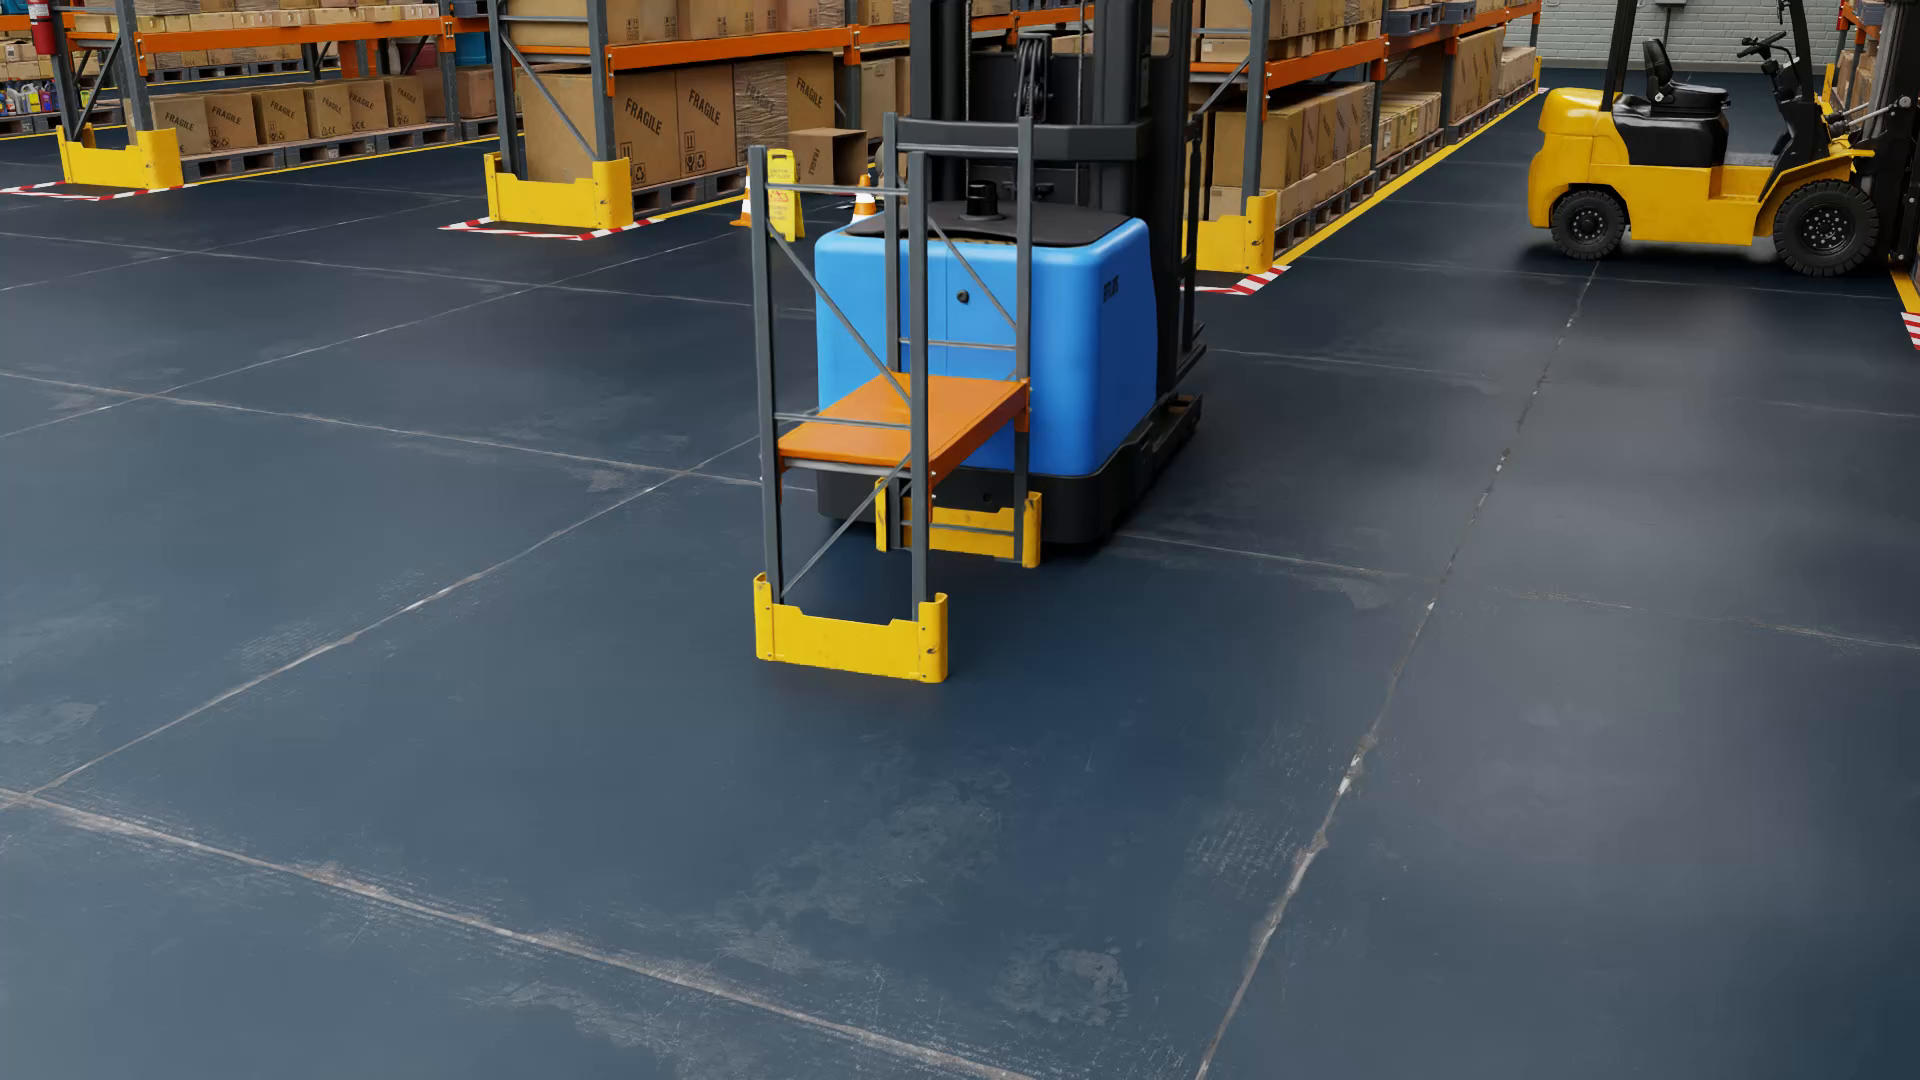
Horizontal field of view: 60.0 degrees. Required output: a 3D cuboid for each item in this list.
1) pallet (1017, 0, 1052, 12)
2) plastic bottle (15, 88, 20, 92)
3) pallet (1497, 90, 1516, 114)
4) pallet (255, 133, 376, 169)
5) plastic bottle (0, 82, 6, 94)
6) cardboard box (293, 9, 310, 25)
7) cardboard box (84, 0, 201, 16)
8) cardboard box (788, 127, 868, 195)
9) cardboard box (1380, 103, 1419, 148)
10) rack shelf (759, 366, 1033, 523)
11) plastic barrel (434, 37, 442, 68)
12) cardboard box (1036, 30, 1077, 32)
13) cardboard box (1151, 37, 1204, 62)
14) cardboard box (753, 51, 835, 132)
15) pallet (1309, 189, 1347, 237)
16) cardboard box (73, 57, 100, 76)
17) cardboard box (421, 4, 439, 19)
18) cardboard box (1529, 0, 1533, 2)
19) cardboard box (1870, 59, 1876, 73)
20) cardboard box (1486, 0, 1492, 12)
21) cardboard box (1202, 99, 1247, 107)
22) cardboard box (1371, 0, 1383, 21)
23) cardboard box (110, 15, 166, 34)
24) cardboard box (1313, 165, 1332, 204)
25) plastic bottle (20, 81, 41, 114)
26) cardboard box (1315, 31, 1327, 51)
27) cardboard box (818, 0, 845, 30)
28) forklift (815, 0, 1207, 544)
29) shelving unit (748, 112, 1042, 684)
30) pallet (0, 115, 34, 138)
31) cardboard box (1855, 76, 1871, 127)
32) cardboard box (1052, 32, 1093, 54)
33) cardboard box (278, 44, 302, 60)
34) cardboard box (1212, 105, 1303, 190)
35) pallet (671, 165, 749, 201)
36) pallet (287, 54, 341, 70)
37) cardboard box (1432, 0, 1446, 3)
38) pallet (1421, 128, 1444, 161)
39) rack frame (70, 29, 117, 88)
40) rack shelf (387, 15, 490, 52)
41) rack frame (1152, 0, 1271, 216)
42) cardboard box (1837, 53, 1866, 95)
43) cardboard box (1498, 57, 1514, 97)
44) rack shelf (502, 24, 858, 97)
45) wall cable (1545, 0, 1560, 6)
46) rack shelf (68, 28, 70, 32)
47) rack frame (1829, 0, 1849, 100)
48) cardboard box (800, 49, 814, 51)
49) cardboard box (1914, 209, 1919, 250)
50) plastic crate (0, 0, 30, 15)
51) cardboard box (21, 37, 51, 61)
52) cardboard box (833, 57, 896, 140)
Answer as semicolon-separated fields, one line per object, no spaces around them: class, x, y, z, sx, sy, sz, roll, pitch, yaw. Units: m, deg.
pallet;0.380;-6.483;20.008;1.213;0.211;1.003;9;21;23
plastic bottle;-10.770;-5.049;19.087;0.061;0.283;0.133;9;21;23
pallet;6.764;-5.823;22.028;1.003;0.211;1.213;9;21;23
pallet;-6.677;-3.931;16.708;1.003;0.211;1.213;9;21;23
plastic bottle;-11.241;-5.221;19.469;0.144;0.351;0.185;8;21;20
cardboard box;-6.556;-5.083;16.159;0.380;0.149;0.250;9;21;23
cardboard box;-7.324;-4.958;14.841;0.875;0.500;0.500;9;21;23
cardboard box;-1.152;-3.326;14.572;0.500;0.500;0.500;13;23;32
cardboard box;3.892;-4.023;16.100;0.950;0.372;0.625;9;22;24
rack shelf;-0.168;-0.320;5.166;0.538;0.185;1.000;6;21;17
plastic barrel;-8.020;-7.440;25.498;0.421;0.512;0.421;0;20;0
cardboard box;1.280;-6.747;22.450;0.500;0.250;0.500;8;21;20
cardboard box;1.425;-3.272;11.068;0.380;0.149;0.250;9;22;25
cardboard box;-1.774;-4.132;15.656;0.875;0.875;0.875;9;21;24
pallet;2.364;-2.571;12.884;1.003;0.211;1.213;9;21;23
cardboard box;-13.327;-7.121;24.992;0.500;0.250;0.500;9;22;24
cardboard box;-5.756;-5.605;17.628;0.380;0.149;0.250;9;21;23
cardboard box;7.642;-7.691;22.970;0.500;0.500;0.500;9;22;24
cardboard box;10.147;-5.156;18.125;0.380;0.149;0.250;8;21;23
cardboard box;5.994;-6.366;19.616;0.500;0.250;0.500;8;21;21
cardboard box;1.768;-2.943;12.126;0.500;0.500;0.500;9;22;25
cardboard box;3.150;-4.487;13.516;0.500;0.500;0.500;8;21;21
cardboard box;-7.240;-4.543;14.641;0.380;0.149;0.250;9;21;23
cardboard box;2.477;-2.682;12.509;0.500;0.250;0.500;10;22;26
plastic bottle;-10.666;-5.075;19.058;0.144;0.351;0.185;8;21;22
cardboard box;2.477;-3.674;12.197;0.380;0.149;0.250;8;21;21
cardboard box;-1.593;-5.074;15.537;0.875;0.550;0.550;9;21;23
forklift;0.430;-1.826;6.730;1.130;2.935;3.031;6;21;17
shelving unit;-0.165;-0.492;5.114;0.587;1.500;1.083;6;21;17
pallet;-11.266;-4.621;18.649;1.003;0.211;1.213;9;21;23
cardboard box;9.872;-4.665;17.713;0.500;0.500;0.500;8;21;21
cardboard box;1.526;-6.519;21.809;0.500;0.250;0.500;10;22;25
cardboard box;-11.637;-8.475;28.396;0.500;0.500;0.500;8;21;22
cardboard box;2.059;-2.719;11.494;0.500;0.500;0.500;8;21;21
pallet;-2.333;-3.208;14.675;1.003;0.211;1.213;9;21;23
pallet;-11.414;-8.531;29.643;1.003;0.211;1.213;9;21;23
cardboard box;4.507;-5.303;16.151;0.380;0.149;0.250;9;21;24
pallet;4.421;-4.140;17.295;1.003;0.211;1.213;9;21;23
rack frame;-13.334;-8.413;25.148;1.000;3.000;0.127;9;21;23
rack shelf;-5.117;-6.102;19.724;1.077;0.370;4.000;9;21;23
rack frame;1.467;-3.247;10.622;1.000;3.000;0.127;9;21;23
cardboard box;11.826;-6.048;21.603;0.700;0.500;0.500;10;22;25
cardboard box;6.736;-6.083;21.794;0.875;0.438;0.875;8;21;22
rack shelf;-2.271;-4.168;14.285;1.077;0.370;4.000;9;21;23
wall cable;10.306;-10.358;29.056;0.585;1.953;0.123;9;21;23
rack shelf;-9.636;-6.782;21.635;1.077;0.370;4.000;9;21;23
rack frame;12.549;-7.458;22.464;1.000;3.000;0.127;9;21;23
cardboard box;-2.904;-7.273;24.488;1.225;0.875;0.875;9;21;23
cardboard box;6.326;-1.959;10.477;0.500;0.250;0.500;9;21;23
plastic crate;-10.660;-6.063;18.764;0.499;0.251;0.616;9;21;23
cardboard box;-13.531;-7.226;24.450;0.500;0.311;0.500;8;21;22
cardboard box;-1.280;-4.458;16.758;1.050;0.750;0.750;8;21;22
